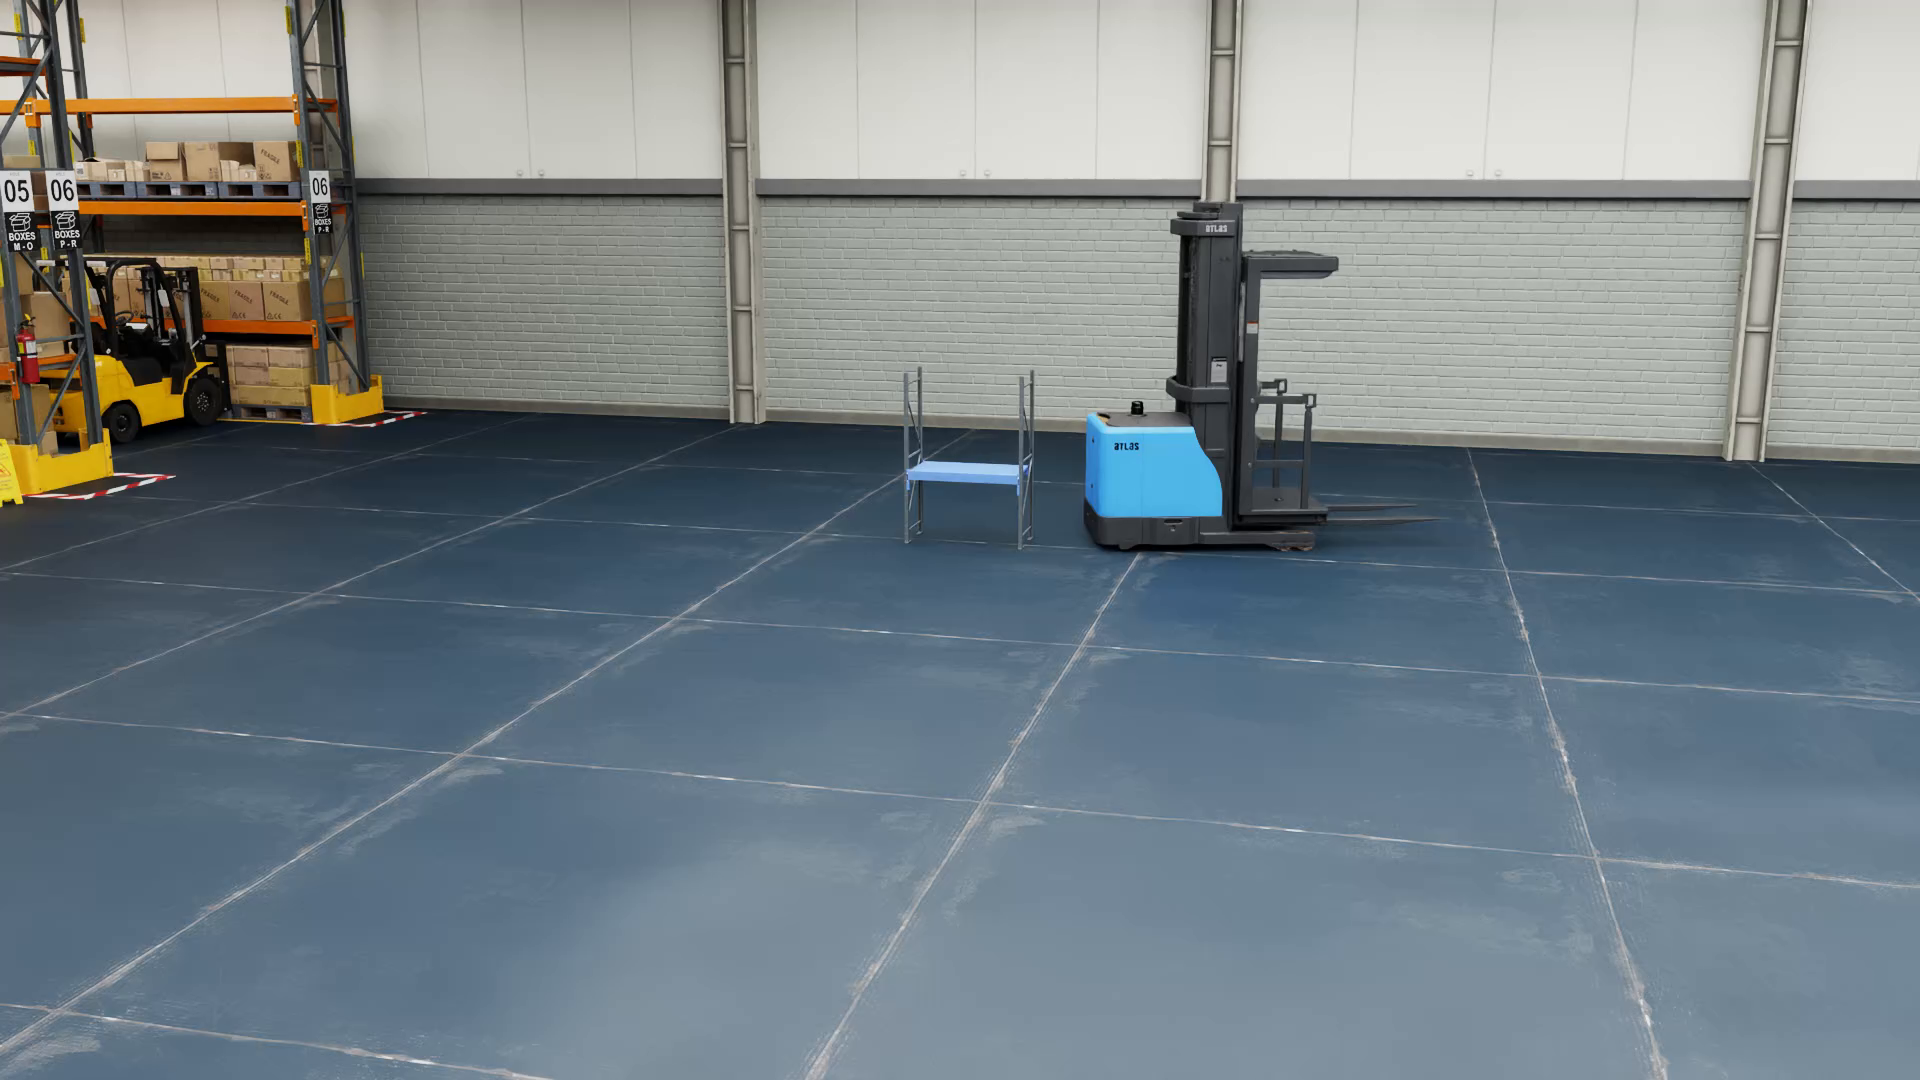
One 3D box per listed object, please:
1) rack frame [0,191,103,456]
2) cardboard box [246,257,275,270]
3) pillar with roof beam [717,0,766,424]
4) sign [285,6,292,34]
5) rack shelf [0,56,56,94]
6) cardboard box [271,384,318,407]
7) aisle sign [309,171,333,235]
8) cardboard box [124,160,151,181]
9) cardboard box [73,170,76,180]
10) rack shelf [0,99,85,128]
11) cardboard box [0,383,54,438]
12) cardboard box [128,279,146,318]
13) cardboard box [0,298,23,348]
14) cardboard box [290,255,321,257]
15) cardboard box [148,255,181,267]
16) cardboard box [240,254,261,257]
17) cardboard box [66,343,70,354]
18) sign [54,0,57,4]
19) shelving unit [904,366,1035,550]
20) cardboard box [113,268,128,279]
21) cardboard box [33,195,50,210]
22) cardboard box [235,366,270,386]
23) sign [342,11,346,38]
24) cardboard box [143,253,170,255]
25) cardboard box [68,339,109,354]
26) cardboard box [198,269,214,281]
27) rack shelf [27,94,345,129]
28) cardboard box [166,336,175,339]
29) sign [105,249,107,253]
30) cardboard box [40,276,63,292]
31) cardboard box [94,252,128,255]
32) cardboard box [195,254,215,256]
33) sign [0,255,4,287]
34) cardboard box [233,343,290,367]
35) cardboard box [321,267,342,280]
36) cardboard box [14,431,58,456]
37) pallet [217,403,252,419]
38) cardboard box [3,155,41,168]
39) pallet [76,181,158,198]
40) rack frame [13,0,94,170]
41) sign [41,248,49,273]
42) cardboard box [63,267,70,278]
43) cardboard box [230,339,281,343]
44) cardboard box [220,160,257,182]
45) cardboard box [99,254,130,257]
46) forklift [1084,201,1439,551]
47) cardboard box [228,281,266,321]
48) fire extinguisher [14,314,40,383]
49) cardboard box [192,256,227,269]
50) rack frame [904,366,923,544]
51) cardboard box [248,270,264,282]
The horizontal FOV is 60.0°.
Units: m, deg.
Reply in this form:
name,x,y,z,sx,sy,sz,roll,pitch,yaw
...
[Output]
name,x,y,z,sx,sy,sz,roll,pitch,yaw
rack frame,-9.313,-2.049,17.044,0.127,3.000,1.000,3,13,14
cardboard box,-9.033,-3.592,21.584,0.250,0.149,0.380,3,13,15
pillar with roof beam,-3.793,-5.031,16.633,0.400,9.000,9.100,3,13,14
sign,-8.271,-6.403,20.479,0.005,0.325,0.100,3,13,14
rack shelf,-11.255,-4.729,16.940,4.000,0.370,1.077,3,13,14
cardboard box,-8.659,-1.914,21.813,0.500,0.250,0.500,3,13,14
aisle sign,-8.134,-4.297,21.174,0.004,0.787,0.394,3,13,14
cardboard box,-10.642,-4.812,21.684,0.258,0.266,0.396,3,13,12
cardboard box,-11.648,-4.809,21.939,0.250,0.149,0.380,3,13,15
rack shelf,-13.952,-5.787,22.625,4.000,0.370,1.077,3,13,14
cardboard box,-10.053,-1.379,17.671,0.500,0.500,0.500,3,13,12
cardboard box,-10.641,-3.222,22.100,0.500,0.500,0.500,3,13,13
cardboard box,-9.906,-2.213,16.867,0.500,0.500,0.500,3,13,13
cardboard box,-8.645,-3.693,22.039,0.250,0.149,0.380,4,13,15
cardboard box,-10.503,-3.682,21.990,0.250,0.149,0.380,3,13,13
cardboard box,-9.406,-3.722,22.169,0.250,0.149,0.380,3,13,15
cardboard box,-12.520,-2.371,23.009,0.625,0.625,0.875,4,13,16
sign,-9.183,-5.587,16.799,0.005,0.325,0.100,3,13,14
shelving unit,0.083,-0.728,14.551,1.048,1.500,0.538,3,13,14
cardboard box,-11.031,-3.545,22.059,0.250,0.149,0.380,3,13,15
cardboard box,-9.557,-3.476,17.132,0.250,0.149,0.380,3,13,14
cardboard box,-9.159,-2.188,21.893,0.500,0.250,0.500,3,13,13
sign,-7.988,-6.672,21.506,0.005,0.325,0.100,3,13,14
cardboard box,-10.877,-3.826,22.637,0.250,0.149,0.380,3,13,12
cardboard box,-11.616,-2.560,22.419,0.500,0.250,0.500,3,13,13
cardboard box,-9.782,-3.479,21.761,0.250,0.149,0.380,3,13,14
rack shelf,-10.069,-5.579,21.689,4.000,0.370,1.077,3,13,14
cardboard box,-10.991,-2.643,22.793,0.500,0.250,0.500,3,13,13
sign,-11.879,-3.879,23.109,0.005,0.325,0.100,3,13,14
cardboard box,-12.549,-3.443,22.520,0.500,0.250,0.500,3,13,12
cardboard box,-11.628,-3.858,22.784,0.250,0.149,0.380,3,13,14
cardboard box,-10.154,-3.765,22.365,0.250,0.149,0.380,3,13,15
sign,-9.465,-2.653,16.363,0.005,0.325,0.100,3,13,14
cardboard box,-9.146,-2.427,21.820,0.500,0.250,0.500,3,13,15
cardboard box,-8.394,-3.531,21.994,0.250,0.149,0.380,3,13,12
cardboard box,-10.030,-1.012,17.747,0.500,0.250,0.500,3,13,13
pallet,-10.060,-1.826,22.478,1.213,0.211,1.003,3,13,14
cardboard box,-9.609,-3.841,16.937,0.250,0.149,0.380,3,13,13
pallet,-11.176,-4.683,22.195,1.213,0.211,1.003,3,13,14
rack frame,-12.011,-6.229,22.036,0.127,3.000,1.000,3,13,14
sign,-12.131,-3.713,22.052,0.005,0.325,0.100,3,13,14
cardboard box,-11.764,-3.594,22.280,0.250,0.149,0.380,3,13,13
cardboard box,-9.517,-2.562,22.426,0.500,0.250,0.500,3,13,13
cardboard box,-9.251,-4.738,21.348,0.258,0.266,0.396,3,13,14
cardboard box,-11.247,-3.727,22.190,0.250,0.149,0.380,3,13,12
forklift,2.662,-1.450,14.504,3.031,2.935,1.130,-1,13,-3
cardboard box,-9.169,-3.141,21.735,0.500,0.500,0.500,3,13,15
fire extinguisher,-9.312,-1.908,16.589,0.183,0.674,0.296,3,13,14
cardboard box,-9.789,-3.623,21.724,0.250,0.149,0.380,3,13,15
rack frame,-0.411,-0.754,14.670,0.032,1.500,0.500,3,13,14
cardboard box,-9.023,-3.451,21.635,0.250,0.149,0.380,3,13,15
